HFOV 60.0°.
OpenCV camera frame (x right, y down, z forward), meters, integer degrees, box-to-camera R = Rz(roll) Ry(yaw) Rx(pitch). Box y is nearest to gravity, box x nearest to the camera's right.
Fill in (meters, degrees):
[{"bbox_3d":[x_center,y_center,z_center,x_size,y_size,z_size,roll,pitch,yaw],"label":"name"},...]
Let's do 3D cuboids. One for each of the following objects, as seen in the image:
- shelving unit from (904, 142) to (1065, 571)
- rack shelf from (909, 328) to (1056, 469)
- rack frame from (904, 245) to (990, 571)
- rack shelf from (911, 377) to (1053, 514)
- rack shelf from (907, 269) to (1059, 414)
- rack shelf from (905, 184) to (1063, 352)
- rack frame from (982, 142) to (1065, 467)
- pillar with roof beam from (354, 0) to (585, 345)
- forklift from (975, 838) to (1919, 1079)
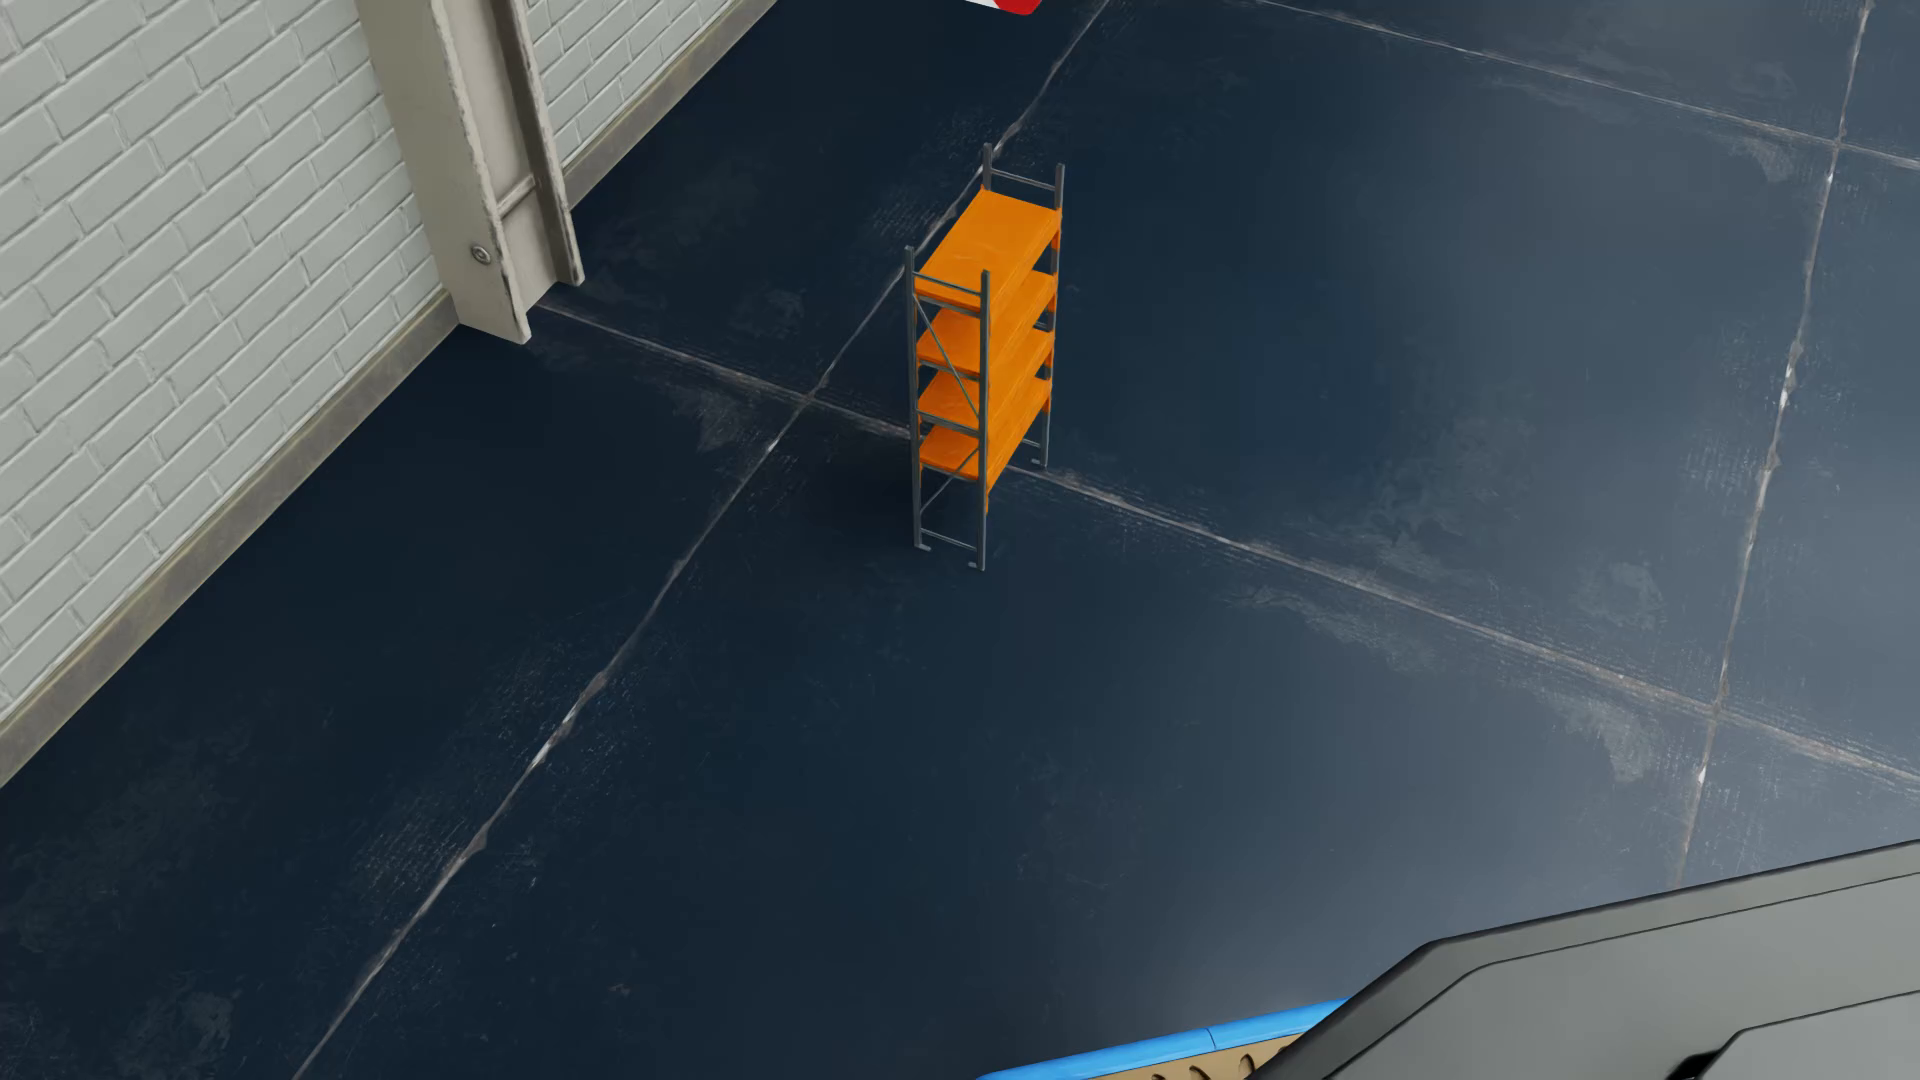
[{"bbox_3d":[0.071,-0.503,4.890,0.258,1.200,0.503,20,52,16],"label":"shelving unit"},{"bbox_3d":[0.071,-0.459,4.941,0.258,0.148,0.480,20,52,16],"label":"rack shelf"},{"bbox_3d":[-0.034,-0.335,4.747,0.240,1.200,0.015,20,52,16],"label":"rack frame"},{"bbox_3d":[0.071,-0.331,5.092,0.258,0.148,0.480,20,52,16],"label":"rack shelf"},{"bbox_3d":[0.071,-0.604,4.771,0.258,0.148,0.480,20,52,16],"label":"rack shelf"},{"bbox_3d":[0.071,-0.757,4.591,0.258,0.148,0.480,20,52,16],"label":"rack shelf"},{"bbox_3d":[0.175,-0.671,5.033,0.240,1.200,0.015,20,52,16],"label":"rack frame"},{"bbox_3d":[2.307,-2.386,1.371,9.100,9.000,0.400,20,52,16],"label":"pillar with roof beam"},{"bbox_3d":[0.776,1.751,1.835,1.130,2.935,3.031,-9,50,-8],"label":"forklift"}]
